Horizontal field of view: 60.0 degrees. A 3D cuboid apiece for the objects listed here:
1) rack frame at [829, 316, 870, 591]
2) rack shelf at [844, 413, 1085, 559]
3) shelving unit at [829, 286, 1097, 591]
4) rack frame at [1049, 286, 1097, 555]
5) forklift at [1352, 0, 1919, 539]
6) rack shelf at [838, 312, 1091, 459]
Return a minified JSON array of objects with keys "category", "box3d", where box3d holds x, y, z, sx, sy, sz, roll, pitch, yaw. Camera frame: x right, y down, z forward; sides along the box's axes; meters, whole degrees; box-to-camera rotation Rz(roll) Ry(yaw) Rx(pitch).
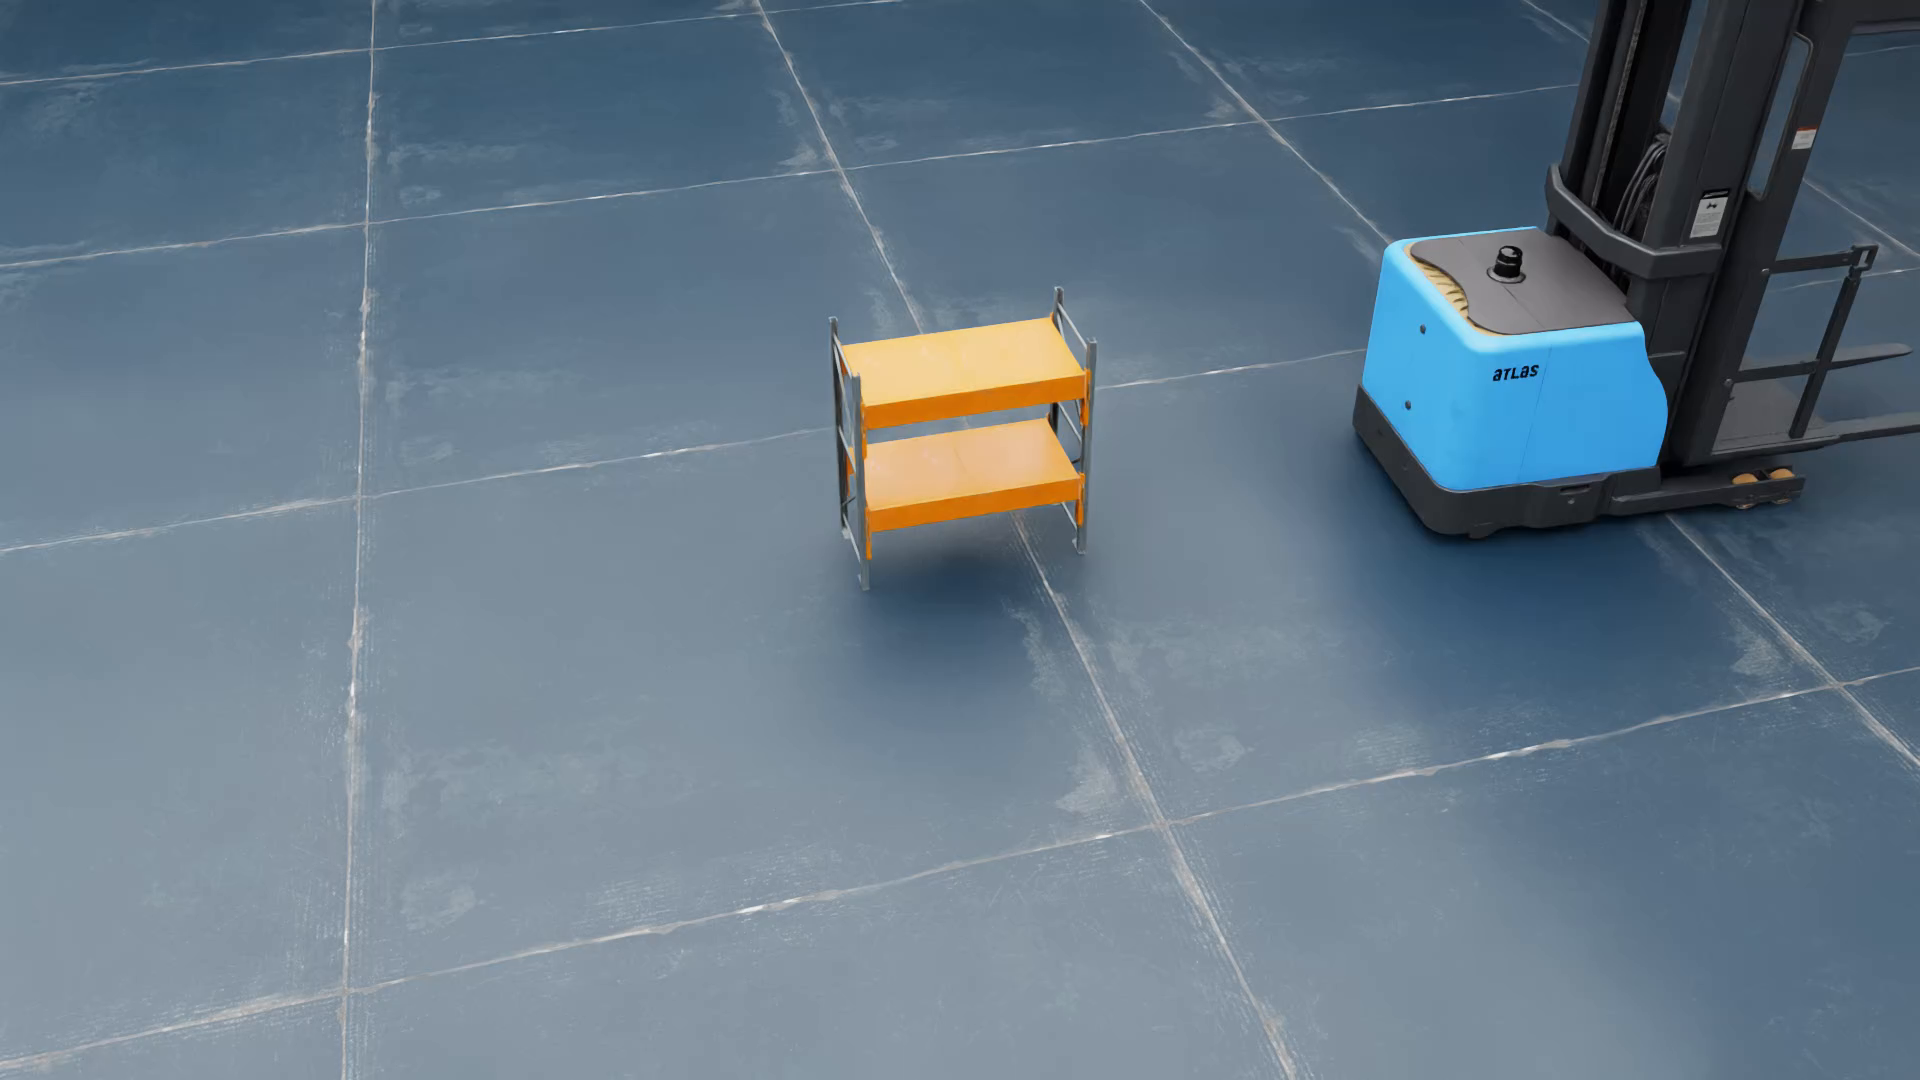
[{"category":"rack frame","box3d":[-0.484,-0.367,7.304,0.032,1.125,0.500,-9,38,-12]},{"category":"rack shelf","box3d":[0.007,-0.254,7.558,1.000,0.278,0.538,-9,38,-12]},{"category":"shelving unit","box3d":[0.007,-0.448,7.410,1.048,1.125,0.538,-9,38,-12]},{"category":"rack frame","box3d":[0.497,-0.528,7.515,0.032,1.125,0.500,-9,38,-12]},{"category":"forklift","box3d":[3.552,-1.621,7.457,3.031,2.935,1.130,-7,38,-9]},{"category":"rack shelf","box3d":[0.007,-0.680,7.232,1.000,0.278,0.538,-9,38,-12]}]
